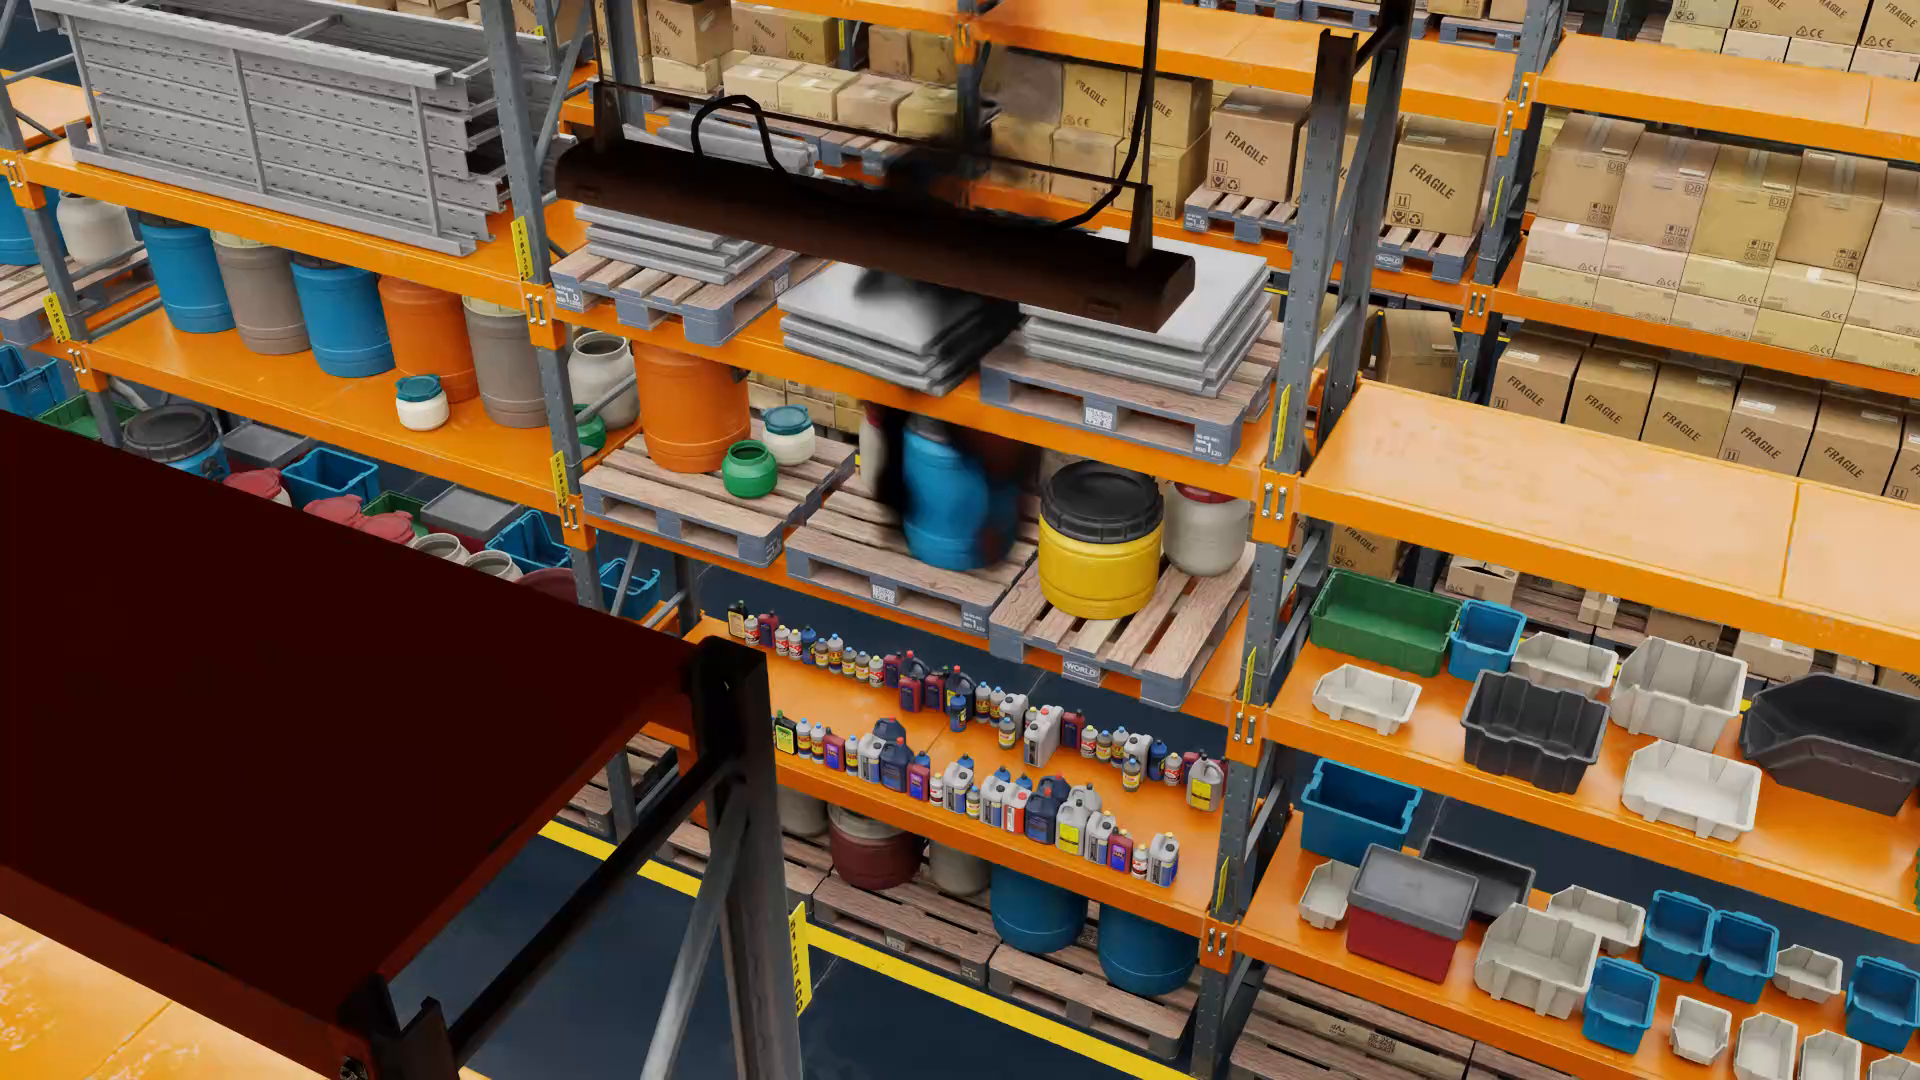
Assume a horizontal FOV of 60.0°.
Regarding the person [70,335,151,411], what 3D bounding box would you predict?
[{"bbox_3d":[-7.665,-1.604,14.767,0.752,1.638,0.560,7,36,10],"label":"person"}]
